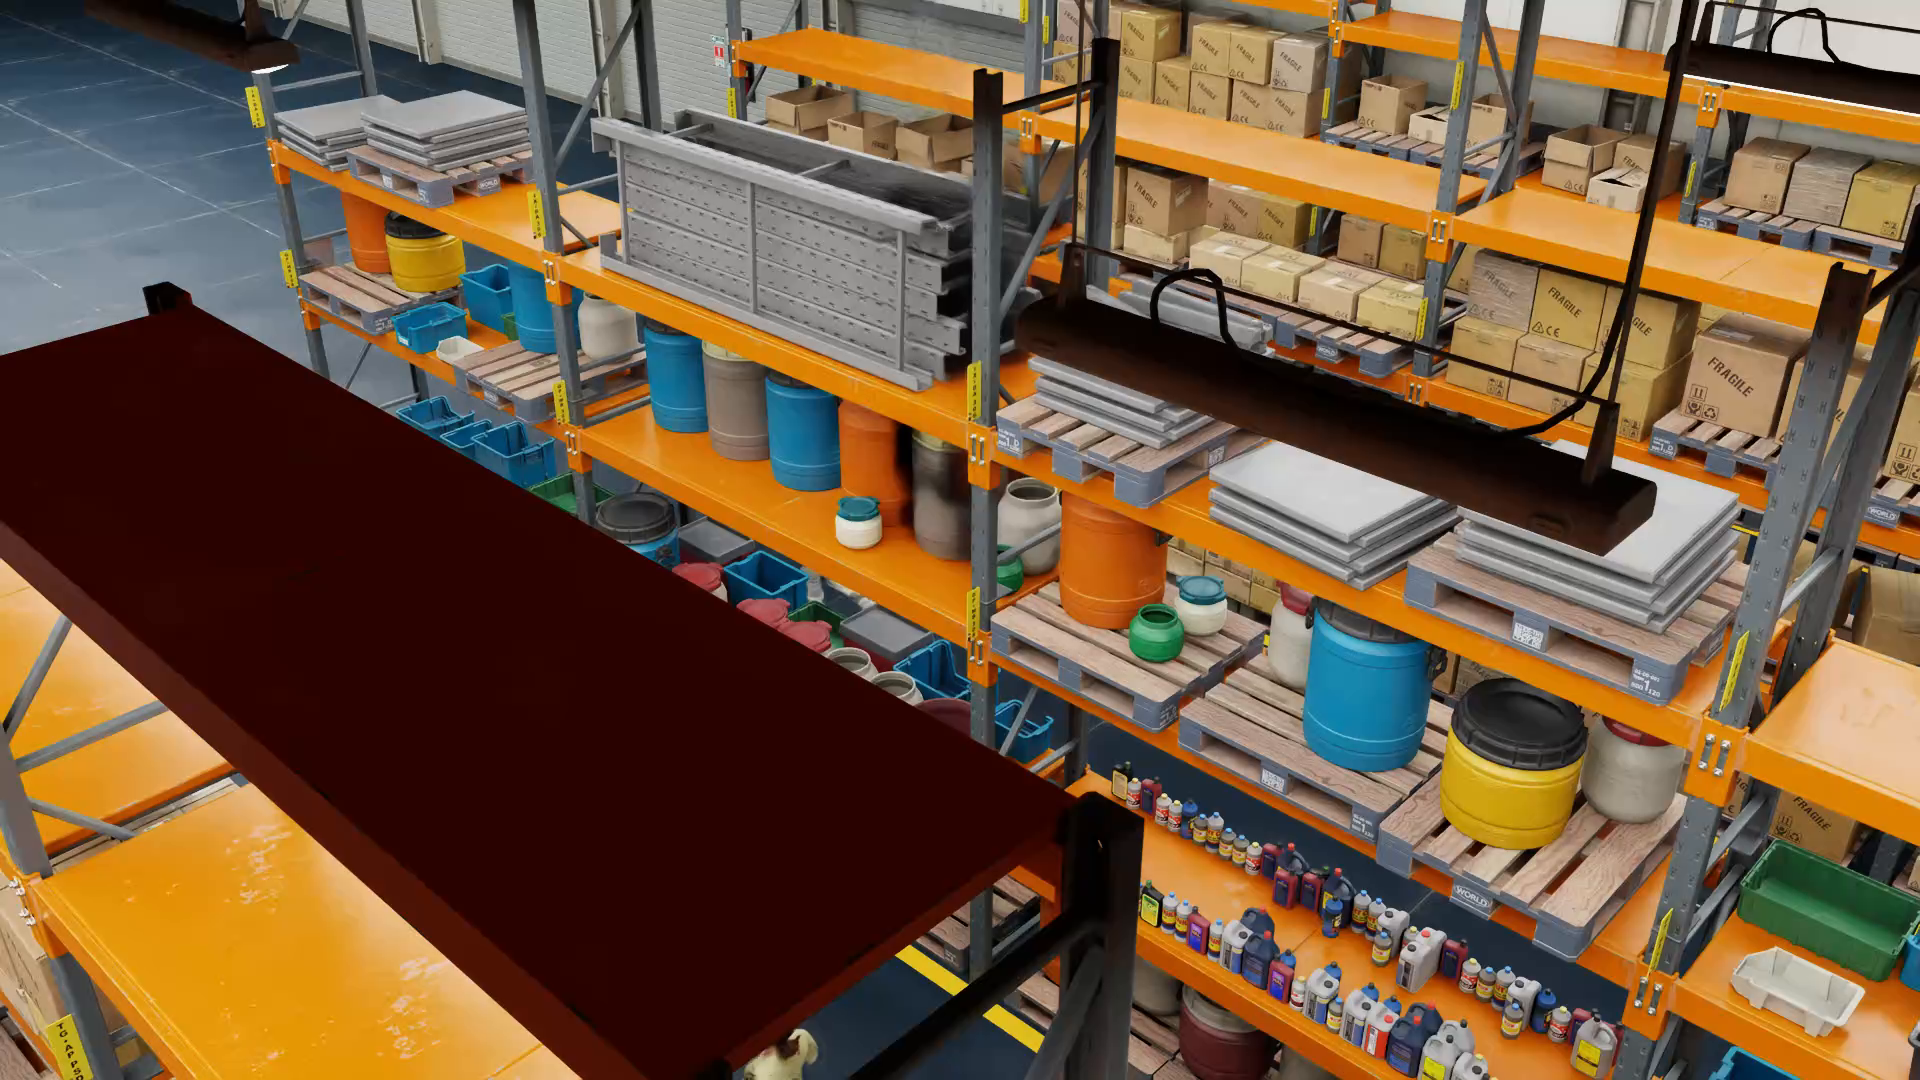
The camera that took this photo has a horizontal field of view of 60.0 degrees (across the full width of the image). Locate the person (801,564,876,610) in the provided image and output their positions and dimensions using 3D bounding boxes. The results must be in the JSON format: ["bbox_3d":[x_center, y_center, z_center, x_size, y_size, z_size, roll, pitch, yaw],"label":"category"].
[{"bbox_3d":[-1.110,0.052,14.359,0.899,1.783,0.656,19,35,30],"label":"person"}]

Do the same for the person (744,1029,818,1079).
[{"bbox_3d":[-0.931,3.145,8.967,0.772,1.641,0.584,18,34,29],"label":"person"}]
